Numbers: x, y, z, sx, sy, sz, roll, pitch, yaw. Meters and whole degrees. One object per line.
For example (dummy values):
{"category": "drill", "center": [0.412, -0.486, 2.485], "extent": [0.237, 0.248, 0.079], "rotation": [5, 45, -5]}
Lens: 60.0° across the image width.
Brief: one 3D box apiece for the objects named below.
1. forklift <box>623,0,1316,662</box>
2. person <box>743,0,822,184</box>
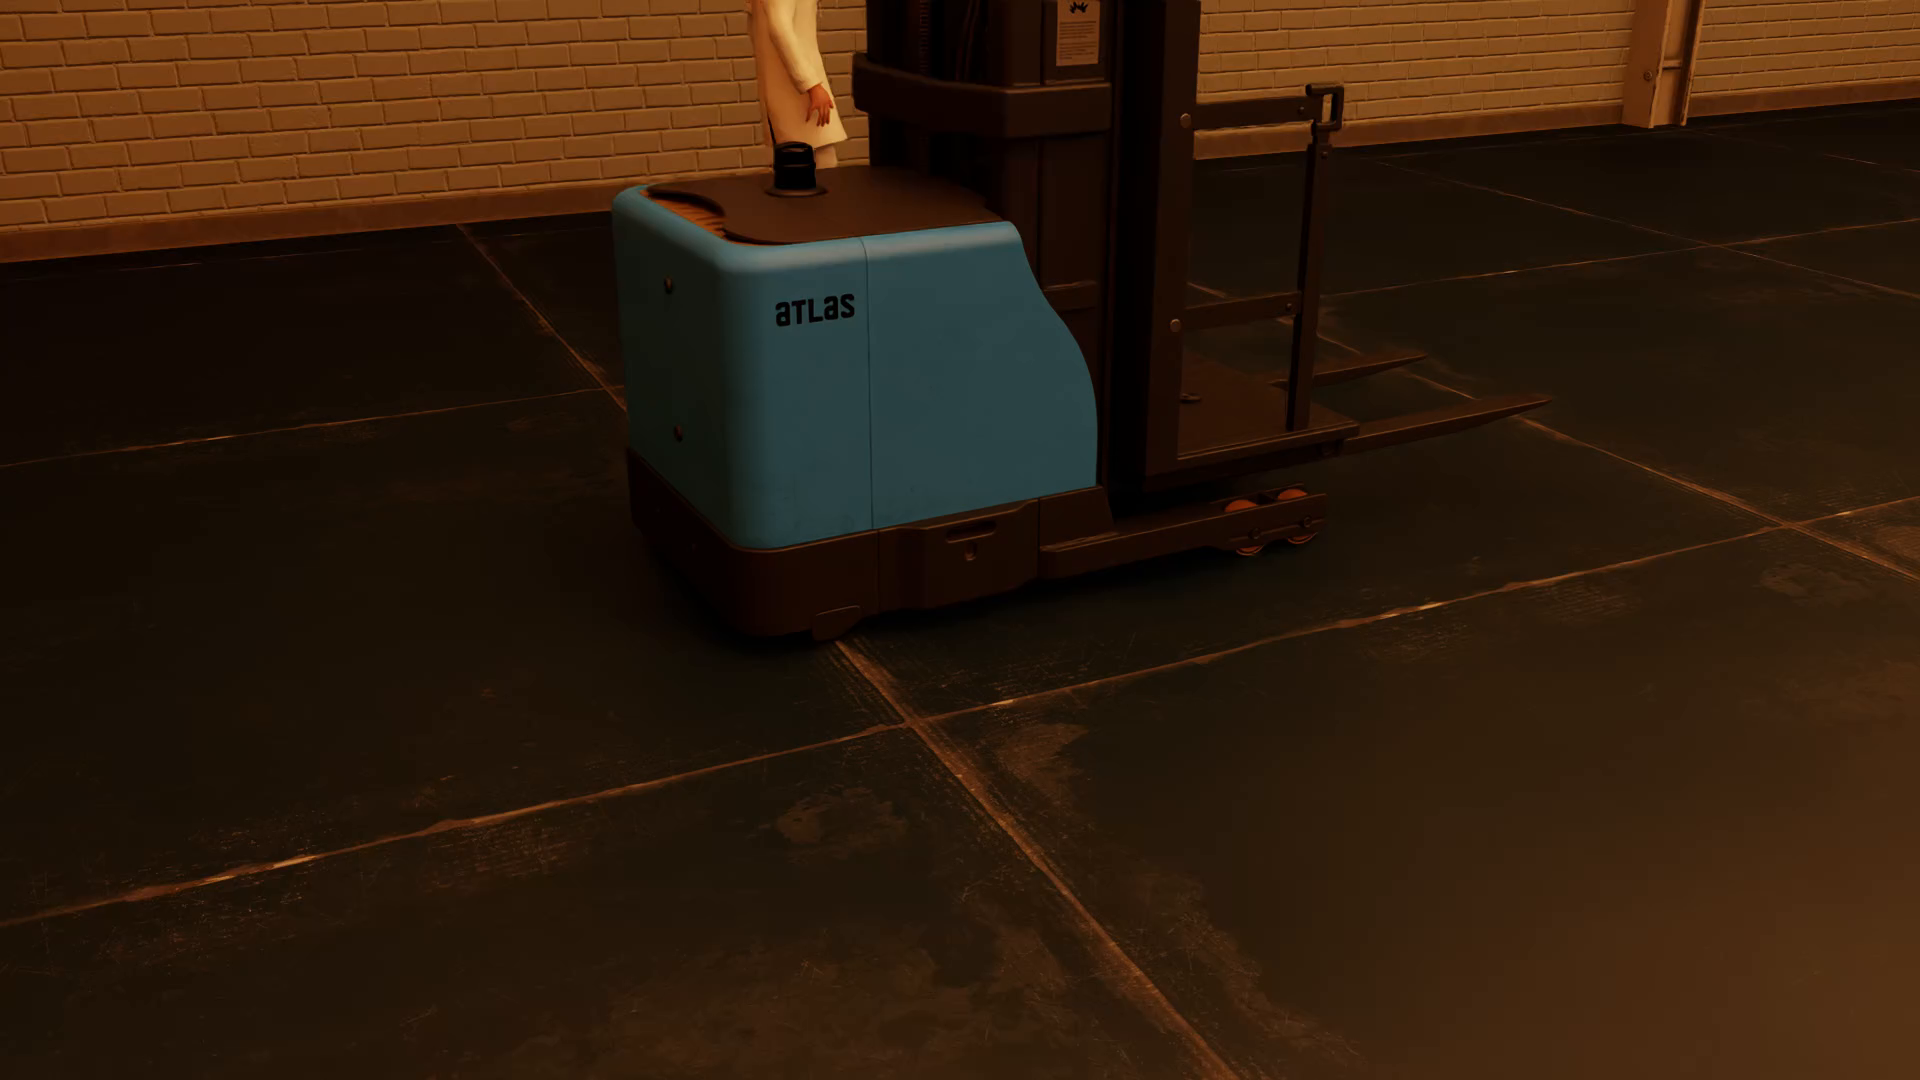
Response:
{"category": "forklift", "center": [0.318, -1.563, 5.050], "extent": [1.130, 2.935, 3.031], "rotation": [13, 26, 29]}
{"category": "person", "center": [-0.683, -2.096, 7.821], "extent": [0.581, 1.779, 0.703], "rotation": [-9, 24, -21]}
